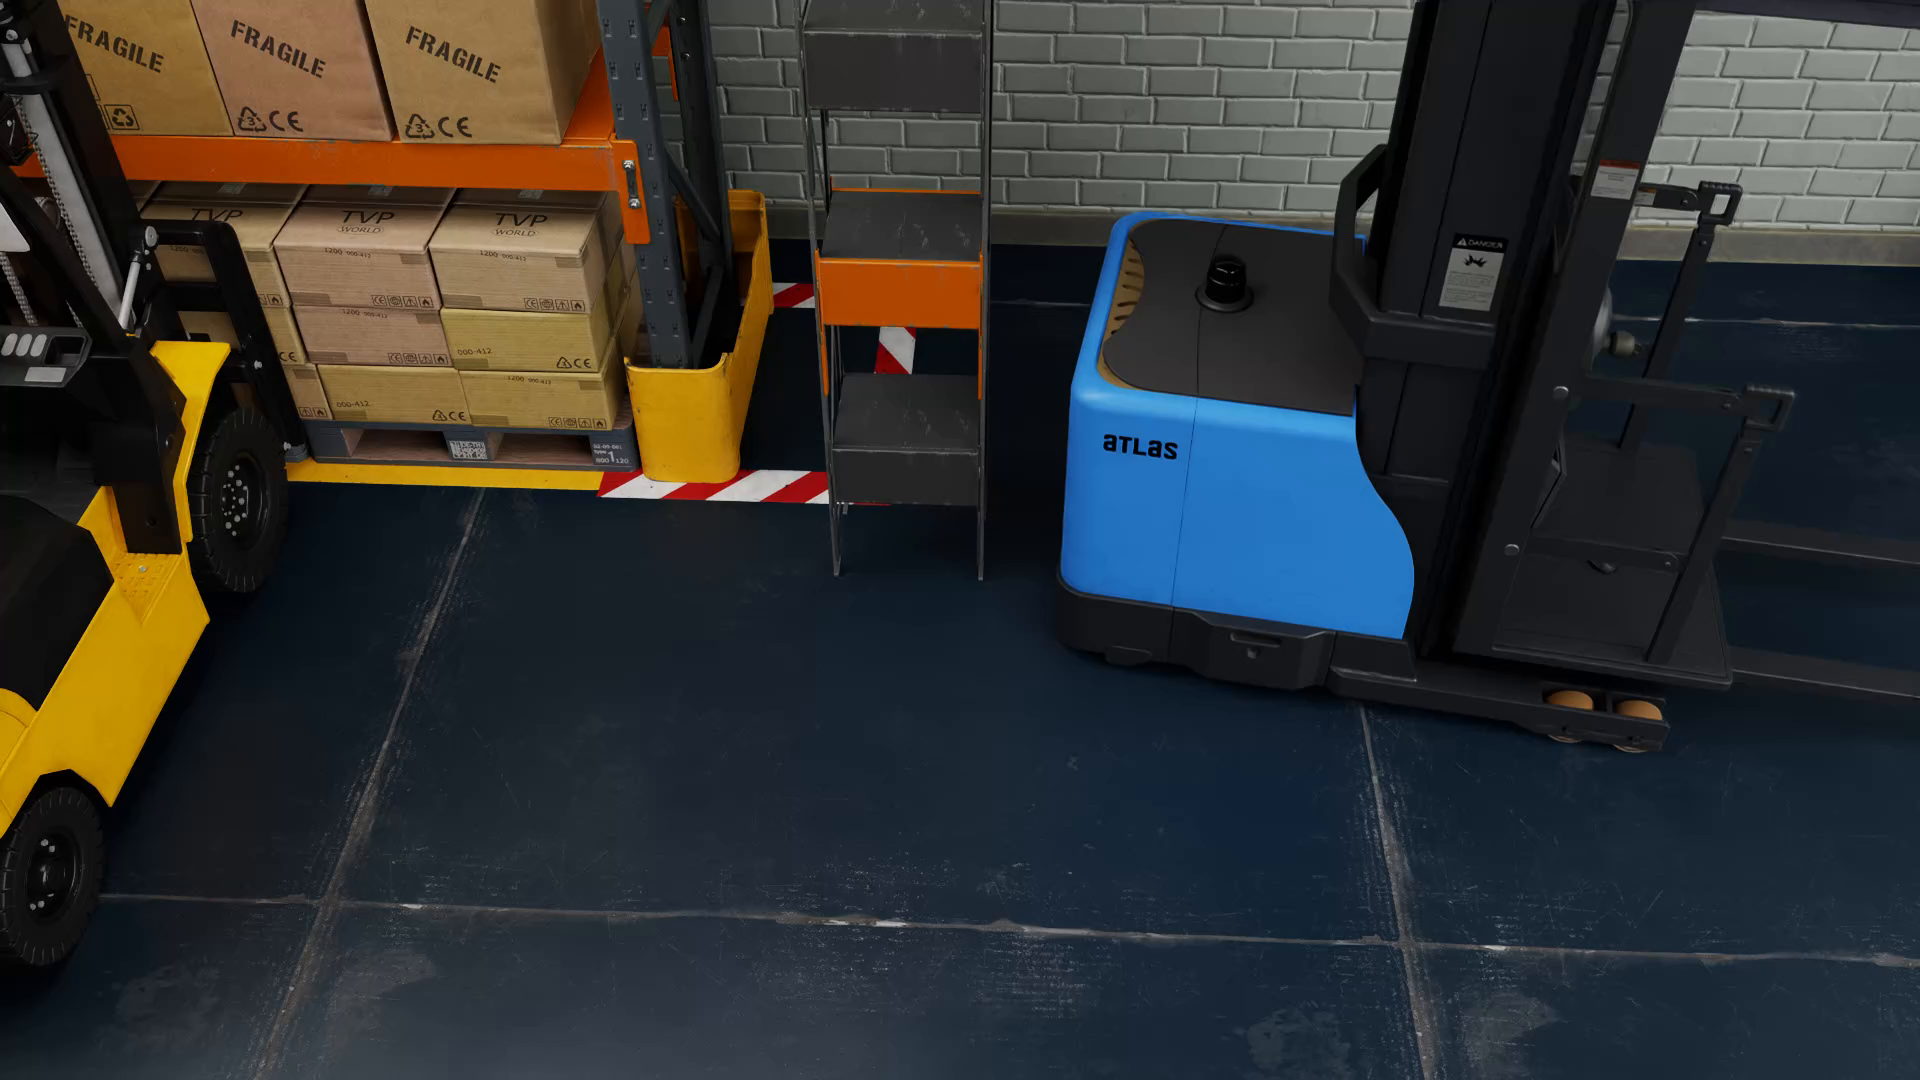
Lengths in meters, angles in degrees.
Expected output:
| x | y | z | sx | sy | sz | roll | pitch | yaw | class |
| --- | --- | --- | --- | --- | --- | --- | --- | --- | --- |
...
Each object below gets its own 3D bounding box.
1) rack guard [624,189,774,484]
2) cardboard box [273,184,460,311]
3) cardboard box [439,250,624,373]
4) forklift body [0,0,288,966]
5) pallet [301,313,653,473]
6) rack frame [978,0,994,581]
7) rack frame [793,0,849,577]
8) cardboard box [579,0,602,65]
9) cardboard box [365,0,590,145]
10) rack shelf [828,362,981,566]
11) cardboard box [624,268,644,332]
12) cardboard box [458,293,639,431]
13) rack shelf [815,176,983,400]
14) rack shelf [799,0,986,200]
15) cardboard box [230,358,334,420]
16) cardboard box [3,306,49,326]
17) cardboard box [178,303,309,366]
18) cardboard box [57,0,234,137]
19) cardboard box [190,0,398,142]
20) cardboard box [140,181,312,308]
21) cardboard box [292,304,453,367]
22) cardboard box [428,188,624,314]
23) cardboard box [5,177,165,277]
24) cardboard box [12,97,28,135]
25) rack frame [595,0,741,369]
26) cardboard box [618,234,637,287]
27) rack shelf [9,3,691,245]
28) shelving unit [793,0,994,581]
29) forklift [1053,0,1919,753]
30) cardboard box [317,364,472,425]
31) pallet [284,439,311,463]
| x | y | z | sx | sy | sz | roll | pitch | yaw | class |
| --- | --- | --- | --- | --- | --- | --- | --- | --- | --- |
| -0.952 | -0.787 | 6.228 | 0.348 | 0.500 | 1.175 | 2 | 43 | 2 | rack guard |
| -1.961 | -1.030 | 5.630 | 0.500 | 0.250 | 0.500 | 2 | 43 | 3 | cardboard box |
| -1.477 | -0.835 | 5.788 | 0.500 | 0.250 | 0.500 | 1 | 43 | 1 | cardboard box |
| -2.953 | -0.208 | 4.395 | 1.214 | 2.155 | 2.313 | 2 | 43 | 2 | forklift body |
| -1.742 | -0.677 | 6.322 | 1.213 | 0.211 | 1.003 | 2 | 43 | 2 | pallet |
| 0.079 | -0.766 | 5.032 | 0.015 | 2.100 | 0.400 | 2 | 43 | 2 | rack frame |
| -0.409 | -0.781 | 5.048 | 0.015 | 2.100 | 0.400 | 2 | 43 | 2 | rack frame |
| -1.459 | -1.944 | 5.562 | 0.500 | 0.500 | 0.500 | 3 | 43 | 3 | cardboard box |
| -1.480 | -1.576 | 5.167 | 0.500 | 0.500 | 0.500 | 1 | 43 | 1 | cardboard box |
| -0.165 | -0.251 | 5.526 | 0.480 | 0.518 | 0.431 | 2 | 43 | 2 | rack shelf |
| -1.458 | -0.998 | 6.330 | 0.500 | 0.250 | 0.500 | 2 | 43 | 2 | cardboard box |
| -1.460 | -0.650 | 5.956 | 0.500 | 0.250 | 0.500 | 2 | 43 | 2 | cardboard box |
| -0.165 | -0.763 | 5.049 | 0.480 | 0.518 | 0.431 | 2 | 43 | 2 | rack shelf |
| -0.165 | -1.276 | 4.572 | 0.480 | 0.518 | 0.431 | 2 | 43 | 2 | rack shelf |
| -2.456 | -0.693 | 6.002 | 0.500 | 0.250 | 0.500 | 2 | 43 | 2 | cardboard box |
| -2.994 | -0.877 | 5.834 | 0.500 | 0.250 | 0.500 | 2 | 43 | 2 | cardboard box |
| -2.494 | -0.860 | 5.814 | 0.500 | 0.250 | 0.500 | 1 | 43 | 1 | cardboard box |
| -2.510 | -1.613 | 5.208 | 0.500 | 0.500 | 0.500 | 1 | 43 | 1 | cardboard box |
| -1.998 | -1.598 | 5.191 | 0.500 | 0.500 | 0.500 | 3 | 43 | 3 | cardboard box |
| -2.465 | -1.038 | 5.640 | 0.500 | 0.250 | 0.500 | 2 | 43 | 2 | cardboard box |
| -1.977 | -0.858 | 5.813 | 0.500 | 0.250 | 0.500 | 1 | 43 | 1 | cardboard box |
| -1.451 | -1.018 | 5.618 | 0.500 | 0.250 | 0.500 | 3 | 43 | 3 | cardboard box |
| -2.971 | -1.059 | 5.662 | 0.500 | 0.250 | 0.500 | 1 | 43 | 1 | cardboard box |
| -3.012 | -1.621 | 5.216 | 0.500 | 0.500 | 0.500 | 2 | 43 | 2 | cardboard box |
| -0.976 | -1.703 | 5.377 | 0.127 | 3.000 | 1.000 | 2 | 43 | 2 | rack frame |
| -1.437 | -1.189 | 6.168 | 0.500 | 0.250 | 0.500 | 2 | 43 | 3 | cardboard box |
| -2.974 | -1.501 | 5.688 | 4.000 | 0.370 | 1.077 | 2 | 43 | 2 | rack shelf |
| -0.165 | -0.773 | 5.040 | 0.503 | 2.100 | 0.431 | 2 | 43 | 2 | shelving unit |
| 1.870 | -0.824 | 4.484 | 3.031 | 2.935 | 1.130 | 8 | 44 | 9 | forklift |
| -1.956 | -0.671 | 5.979 | 0.500 | 0.250 | 0.500 | 2 | 43 | 2 | cardboard box |
| -2.958 | -0.717 | 6.364 | 1.213 | 0.211 | 1.003 | 2 | 43 | 2 | pallet |
